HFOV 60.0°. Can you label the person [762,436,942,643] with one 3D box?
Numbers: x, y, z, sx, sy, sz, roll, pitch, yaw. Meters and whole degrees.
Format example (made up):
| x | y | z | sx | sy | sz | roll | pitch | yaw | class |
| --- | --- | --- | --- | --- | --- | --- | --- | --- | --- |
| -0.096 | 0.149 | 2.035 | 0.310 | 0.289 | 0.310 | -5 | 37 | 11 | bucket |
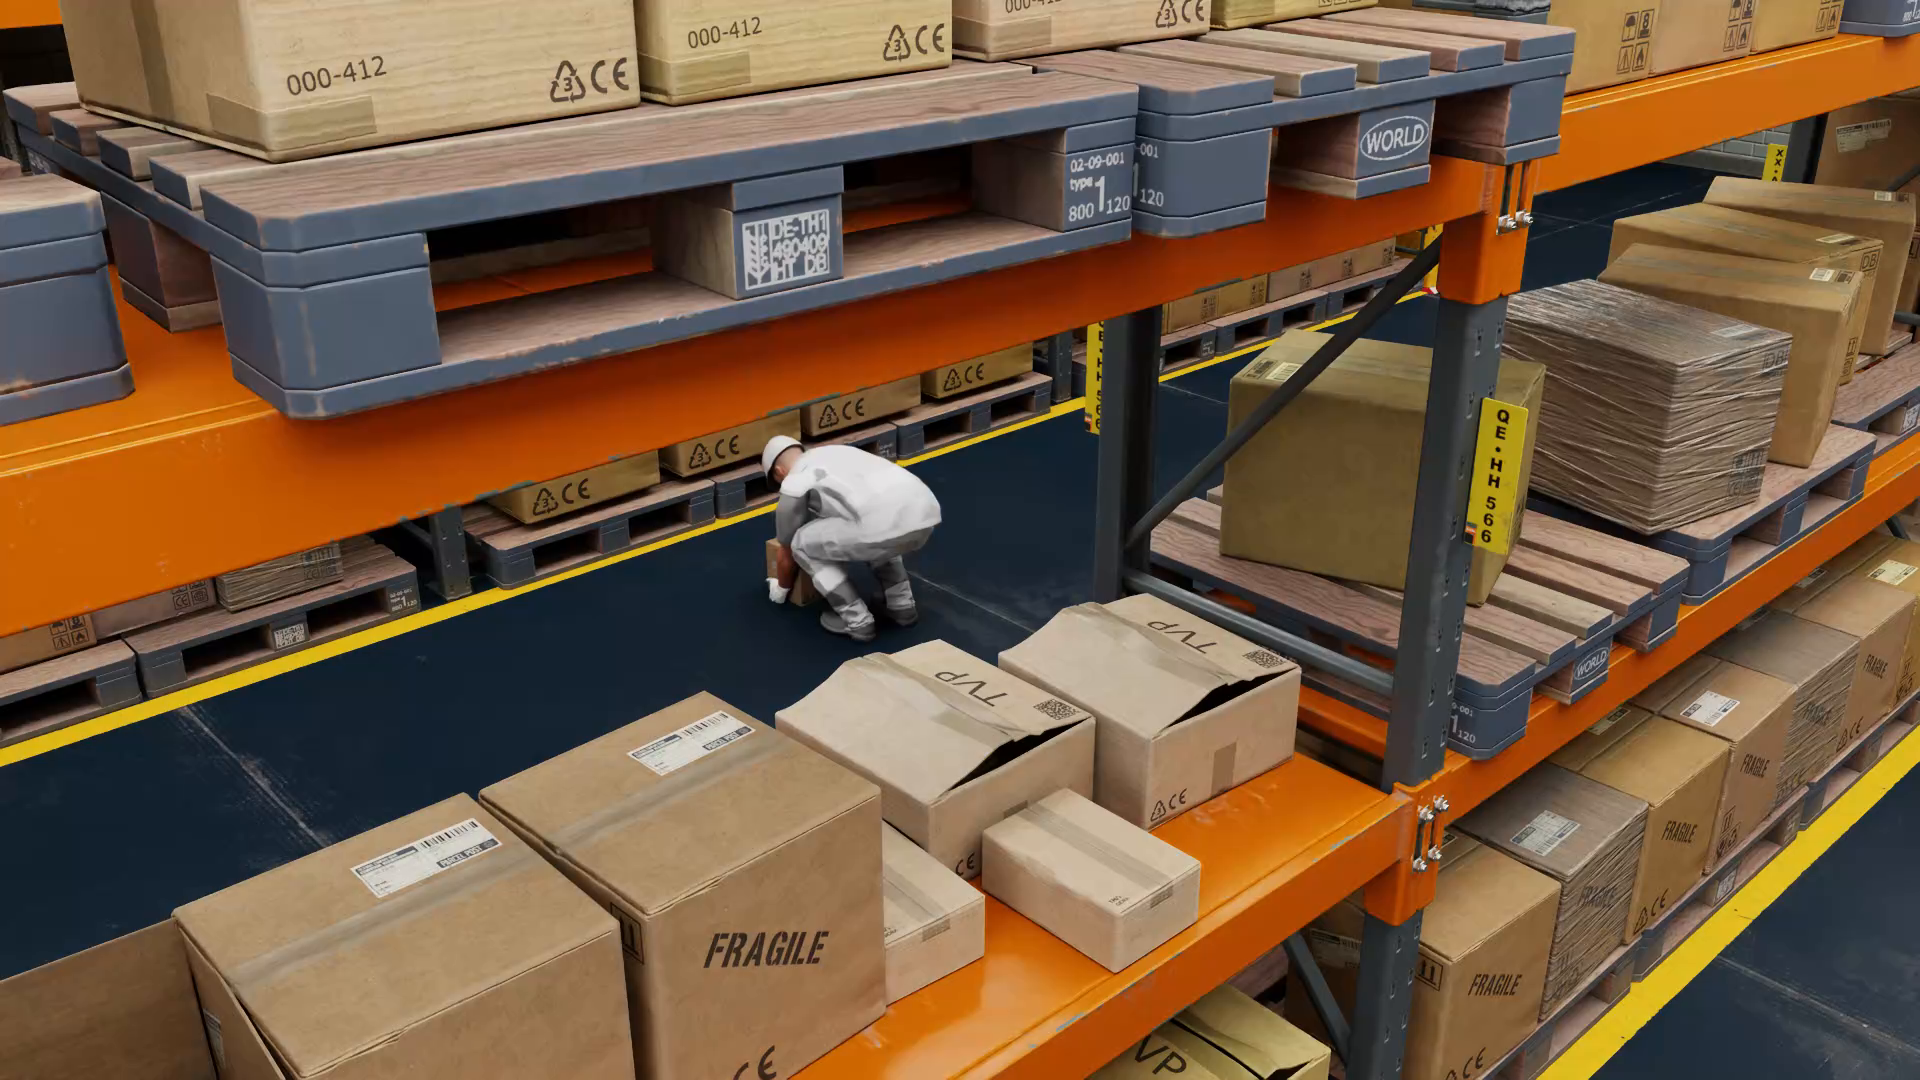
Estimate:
| x | y | z | sx | sy | sz | roll | pitch | yaw | class |
| --- | --- | --- | --- | --- | --- | --- | --- | --- | --- |
| -0.512 | -0.017 | 7.379 | 0.523 | 0.804 | 0.961 | -22 | 32 | -40 | person |
